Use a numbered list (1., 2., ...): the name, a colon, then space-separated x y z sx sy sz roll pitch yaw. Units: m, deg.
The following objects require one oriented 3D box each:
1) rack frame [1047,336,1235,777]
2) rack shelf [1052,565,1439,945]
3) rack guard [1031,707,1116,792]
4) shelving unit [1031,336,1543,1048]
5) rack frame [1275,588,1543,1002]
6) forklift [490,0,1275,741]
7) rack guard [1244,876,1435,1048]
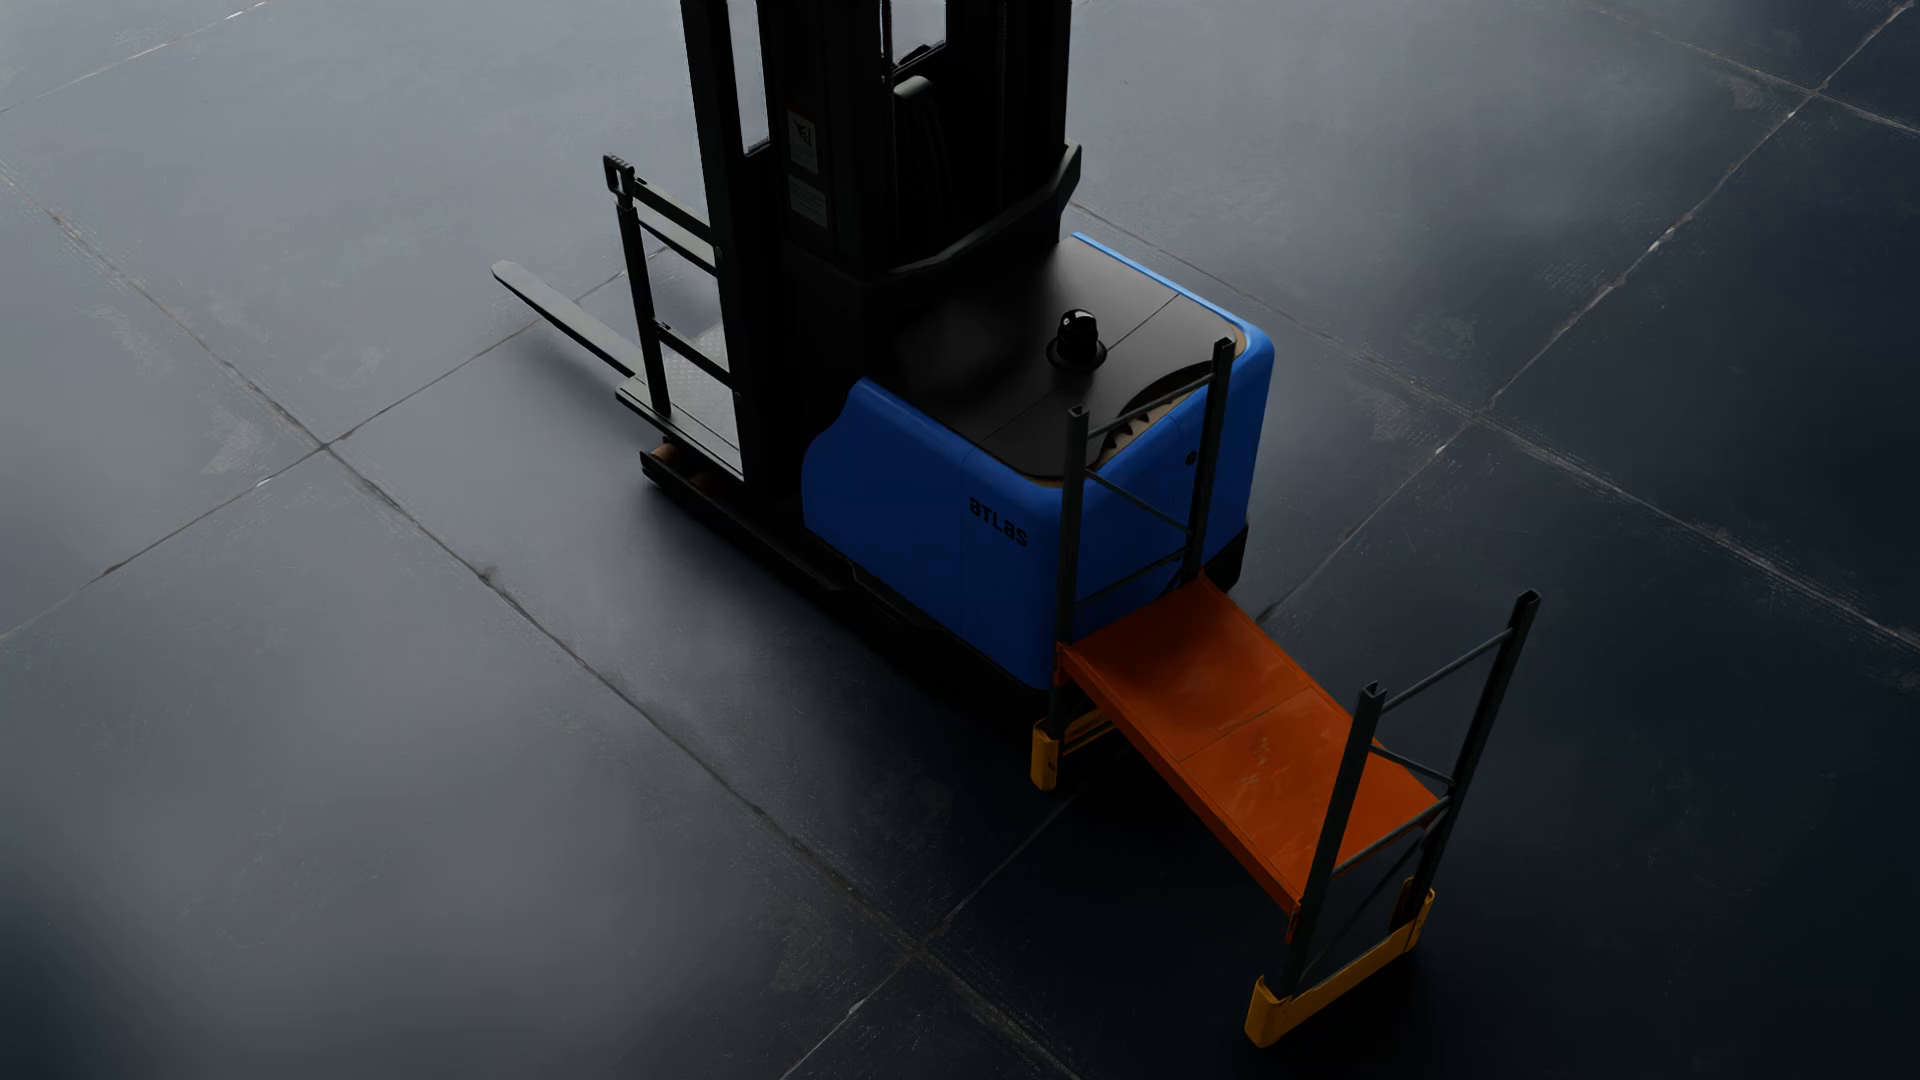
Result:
1. rack frame: 0.474 0.110 4.618 0.500 1.500 0.032 -26 52 -22
2. rack shelf: 0.756 0.541 4.460 0.538 0.185 1.000 -26 52 -22
3. rack guard: 0.474 0.539 5.073 0.587 0.250 0.087 -26 52 -22
4. shelving unit: 0.751 0.413 4.334 0.587 1.500 1.083 -26 52 -22
5. rack frame: 1.039 0.726 4.039 0.500 1.500 0.032 -26 52 -22
6. forklift: -0.485 -1.333 4.991 3.031 2.935 1.130 34 56 28
7. rack guard: 1.028 1.142 4.506 0.587 0.250 0.087 -26 52 -22
